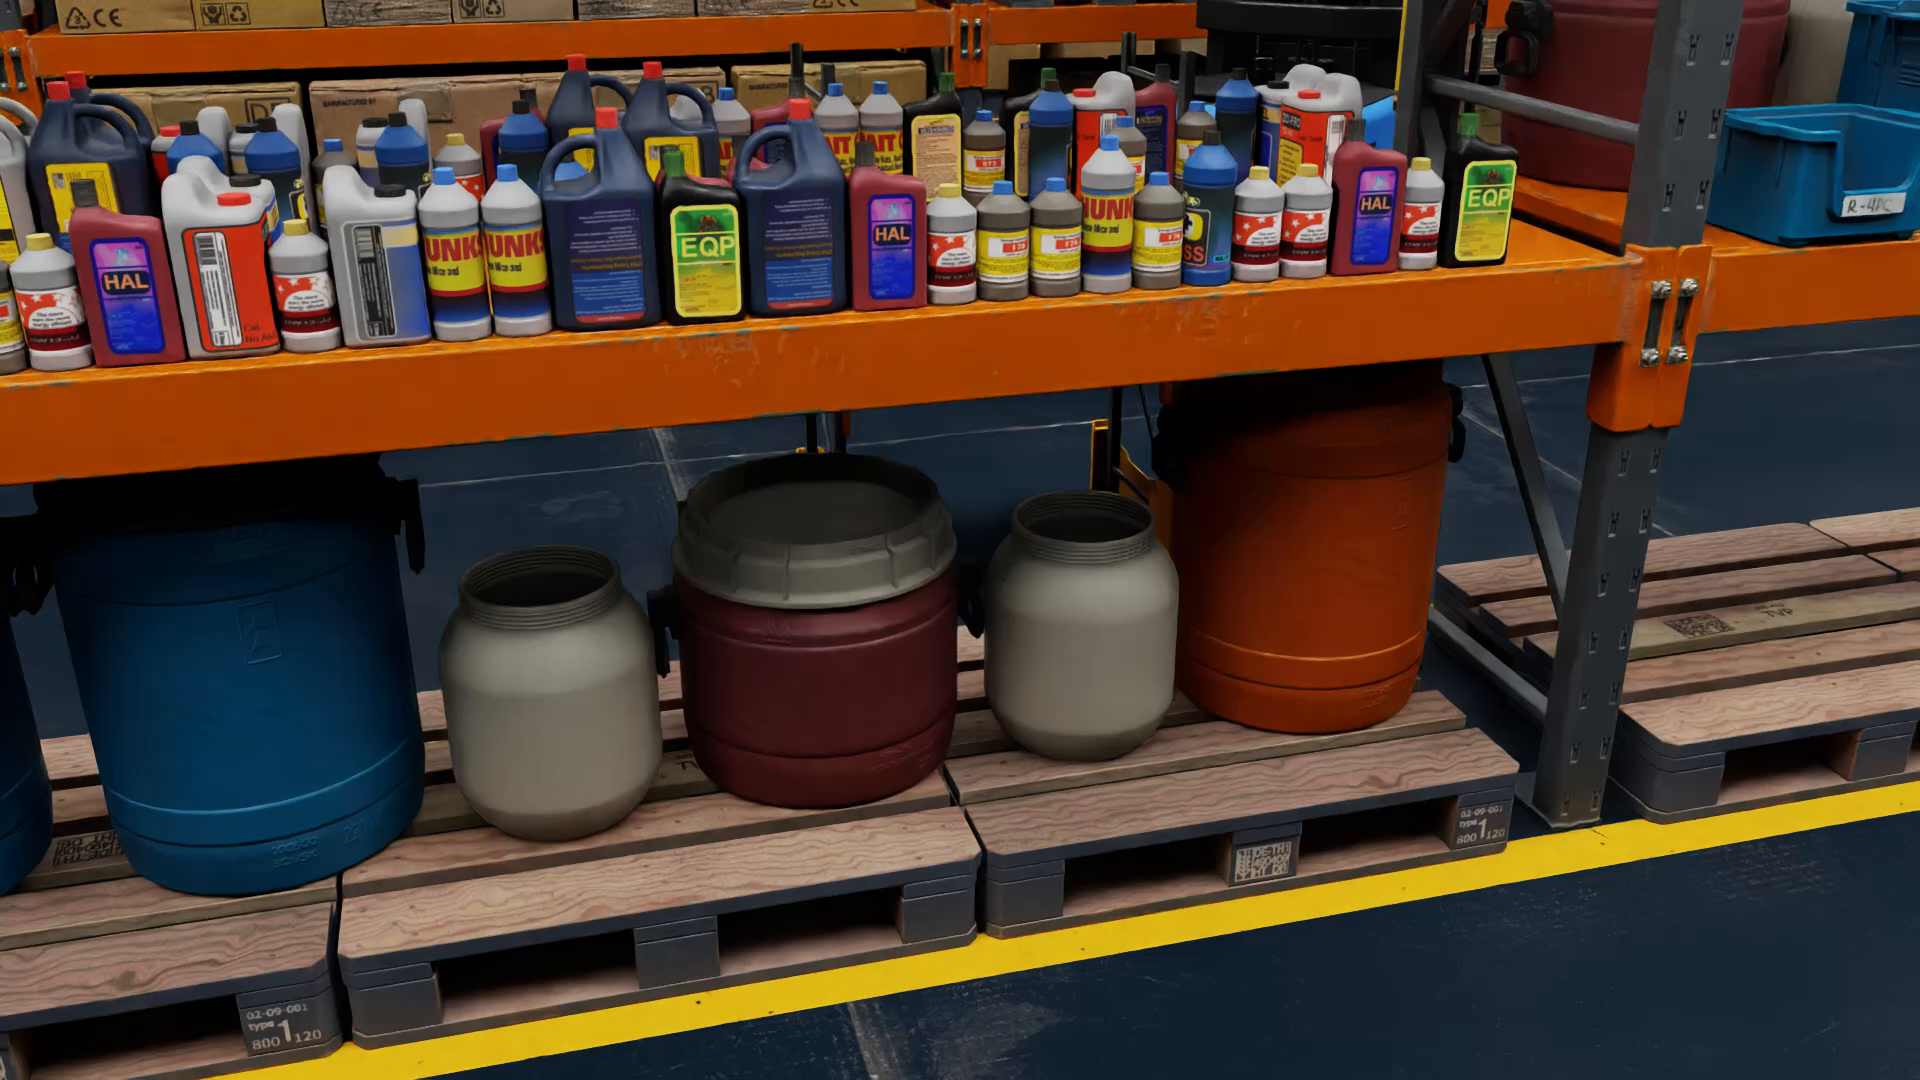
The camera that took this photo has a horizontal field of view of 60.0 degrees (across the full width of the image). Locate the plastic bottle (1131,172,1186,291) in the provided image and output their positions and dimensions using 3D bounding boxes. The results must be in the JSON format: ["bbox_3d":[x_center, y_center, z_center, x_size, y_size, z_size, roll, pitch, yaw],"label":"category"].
[{"bbox_3d":[0.356,-0.561,3.006,0.097,0.201,0.097,0,23,0],"label":"plastic bottle"}]

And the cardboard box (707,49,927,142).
[{"bbox_3d":[-0.758,-1.950,8.153,0.875,0.875,1.225,-7,24,-17],"label":"cardboard box"}]

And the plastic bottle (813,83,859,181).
[{"bbox_3d":[-0.263,-0.836,3.557,0.097,0.271,0.097,0,23,0],"label":"plastic bottle"}]

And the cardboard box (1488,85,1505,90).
[{"bbox_3d":[3.166,-2.222,9.236,0.500,0.500,0.700,-8,25,-18],"label":"cardboard box"}]

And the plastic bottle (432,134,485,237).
[{"bbox_3d":[-1.015,-0.721,3.377,0.097,0.201,0.097,0,23,0],"label":"plastic bottle"}]

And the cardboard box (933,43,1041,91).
[{"bbox_3d":[0.121,-3.977,13.036,0.750,0.750,1.050,-6,24,-14],"label":"cardboard box"}]

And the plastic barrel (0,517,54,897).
[{"bbox_3d":[-2.073,0.227,3.045,0.708,0.901,0.600,-6,24,-14],"label":"plastic barrel"}]

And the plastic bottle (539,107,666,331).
[{"bbox_3d":[-0.596,-0.534,2.754,0.185,0.351,0.144,-6,24,-14],"label":"plastic bottle"}]

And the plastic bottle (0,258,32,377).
[{"bbox_3d":[-1.488,-0.358,2.531,0.097,0.201,0.097,0,23,0],"label":"plastic bottle"}]

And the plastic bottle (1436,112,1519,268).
[{"bbox_3d":[0.976,-0.660,3.133,0.133,0.283,0.061,-6,24,-14],"label":"plastic bottle"}]

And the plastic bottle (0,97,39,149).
[{"bbox_3d":[-1.805,-0.692,3.122,0.185,0.351,0.144,-6,24,-14],"label":"plastic bottle"}]

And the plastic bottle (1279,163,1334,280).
[{"bbox_3d":[0.637,-0.593,3.079,0.097,0.201,0.097,0,23,0],"label":"plastic bottle"}]

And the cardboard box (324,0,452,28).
[{"bbox_3d":[-2.463,-2.480,7.100,0.500,0.500,0.500,-7,24,-16],"label":"cardboard box"}]

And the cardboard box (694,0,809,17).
[{"bbox_3d":[-0.978,-2.648,7.490,0.500,0.500,0.500,-7,24,-15],"label":"cardboard box"}]

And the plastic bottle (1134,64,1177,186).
[{"bbox_3d":[0.417,-0.924,3.748,0.133,0.283,0.061,-6,24,-14],"label":"plastic bottle"}]

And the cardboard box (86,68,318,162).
[{"bbox_3d":[-3.329,-1.666,7.490,0.875,0.875,1.225,-6,24,-14],"label":"cardboard box"}]

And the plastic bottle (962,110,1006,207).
[{"bbox_3d":[0.053,-0.839,3.653,0.097,0.201,0.097,0,23,0],"label":"plastic bottle"}]

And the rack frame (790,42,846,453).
[{"bbox_3d":[-0.407,-0.644,4.849,0.032,1.500,0.500,-6,24,-14],"label":"rack frame"}]

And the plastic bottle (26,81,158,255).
[{"bbox_3d":[-1.588,-0.657,3.040,0.185,0.351,0.144,-6,24,-14],"label":"plastic bottle"}]

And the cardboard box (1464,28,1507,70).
[{"bbox_3d":[4.012,-4.474,14.034,0.875,0.875,0.875,-6,24,-14],"label":"cardboard box"}]

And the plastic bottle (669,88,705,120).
[{"bbox_3d":[-0.589,-0.791,3.446,0.135,0.276,0.152,-6,24,-14],"label":"plastic bottle"}]

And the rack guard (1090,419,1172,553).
[{"bbox_3d":[0.553,-0.176,5.343,0.087,0.250,0.587,-6,24,-14],"label":"rack guard"}]

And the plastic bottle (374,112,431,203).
[{"bbox_3d":[-1.068,-0.685,3.205,0.097,0.271,0.097,0,23,0],"label":"plastic bottle"}]

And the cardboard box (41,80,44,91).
[{"bbox_3d":[-6.178,-3.074,11.316,0.250,0.149,0.380,-6,24,-14],"label":"cardboard box"}]

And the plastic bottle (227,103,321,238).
[{"bbox_3d":[-1.342,-0.707,3.252,0.135,0.276,0.152,-6,24,-14],"label":"plastic bottle"}]

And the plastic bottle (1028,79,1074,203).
[{"bbox_3d":[0.198,-0.862,3.618,0.097,0.271,0.097,0,23,0],"label":"plastic bottle"}]

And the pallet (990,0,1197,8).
[{"bbox_3d":[0.569,-2.828,8.279,1.003,0.211,1.213,-6,24,-14],"label":"pallet"}]

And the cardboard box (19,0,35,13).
[{"bbox_3d":[-8.980,-4.934,15.662,0.875,0.438,0.875,-6,24,-13],"label":"cardboard box"}]

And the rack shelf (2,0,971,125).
[{"bbox_3d":[-2.014,-2.256,7.615,4.000,0.370,1.077,-6,24,-14],"label":"rack shelf"}]

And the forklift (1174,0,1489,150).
[{"bbox_3d":[1.780,-2.528,7.425,1.130,2.935,3.031,13,27,28],"label":"forklift"}]

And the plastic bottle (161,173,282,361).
[{"bbox_3d":[-1.161,-0.439,2.627,0.135,0.276,0.152,-6,24,-14],"label":"plastic bottle"}]

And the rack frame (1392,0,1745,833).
[{"bbox_3d":[1.250,-0.919,3.587,0.127,3.000,1.000,-6,24,-14],"label":"rack frame"}]

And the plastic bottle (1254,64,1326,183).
[{"bbox_3d":[0.746,-0.939,3.791,0.135,0.276,0.152,-6,24,-14],"label":"plastic bottle"}]

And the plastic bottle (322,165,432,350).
[{"bbox_3d":[-0.938,-0.464,2.684,0.135,0.276,0.152,-6,24,-14],"label":"plastic bottle"}]

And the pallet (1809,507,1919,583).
[{"bbox_3d":[3.179,0.166,4.595,1.213,0.211,1.003,-6,24,-14],"label":"pallet"}]

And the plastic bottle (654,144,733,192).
[{"bbox_3d":[-0.448,-0.528,2.824,0.133,0.283,0.061,-6,24,-14],"label":"plastic bottle"}]

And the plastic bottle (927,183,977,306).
[{"bbox_3d":[-0.019,-0.520,2.910,0.097,0.201,0.097,0,23,0],"label":"plastic bottle"}]

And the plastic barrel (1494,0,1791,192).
[{"bbox_3d":[1.615,-1.146,3.944,0.708,0.536,0.600,-6,24,-14],"label":"plastic barrel"}]

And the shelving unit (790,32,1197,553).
[{"bbox_3d":[0.073,-0.697,4.973,1.083,1.500,0.587,-6,24,-14],"label":"shelving unit"}]

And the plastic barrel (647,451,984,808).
[{"bbox_3d":[-0.304,0.175,3.563,0.708,0.588,0.600,-6,24,-14],"label":"plastic barrel"}]

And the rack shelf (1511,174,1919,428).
[{"bbox_3d":[3.175,-0.801,4.226,4.000,0.370,1.077,-6,24,-14],"label":"rack shelf"}]

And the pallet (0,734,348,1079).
[{"bbox_3d":[-1.847,0.722,3.299,1.213,0.211,1.003,-6,24,-14],"label":"pallet"}]
